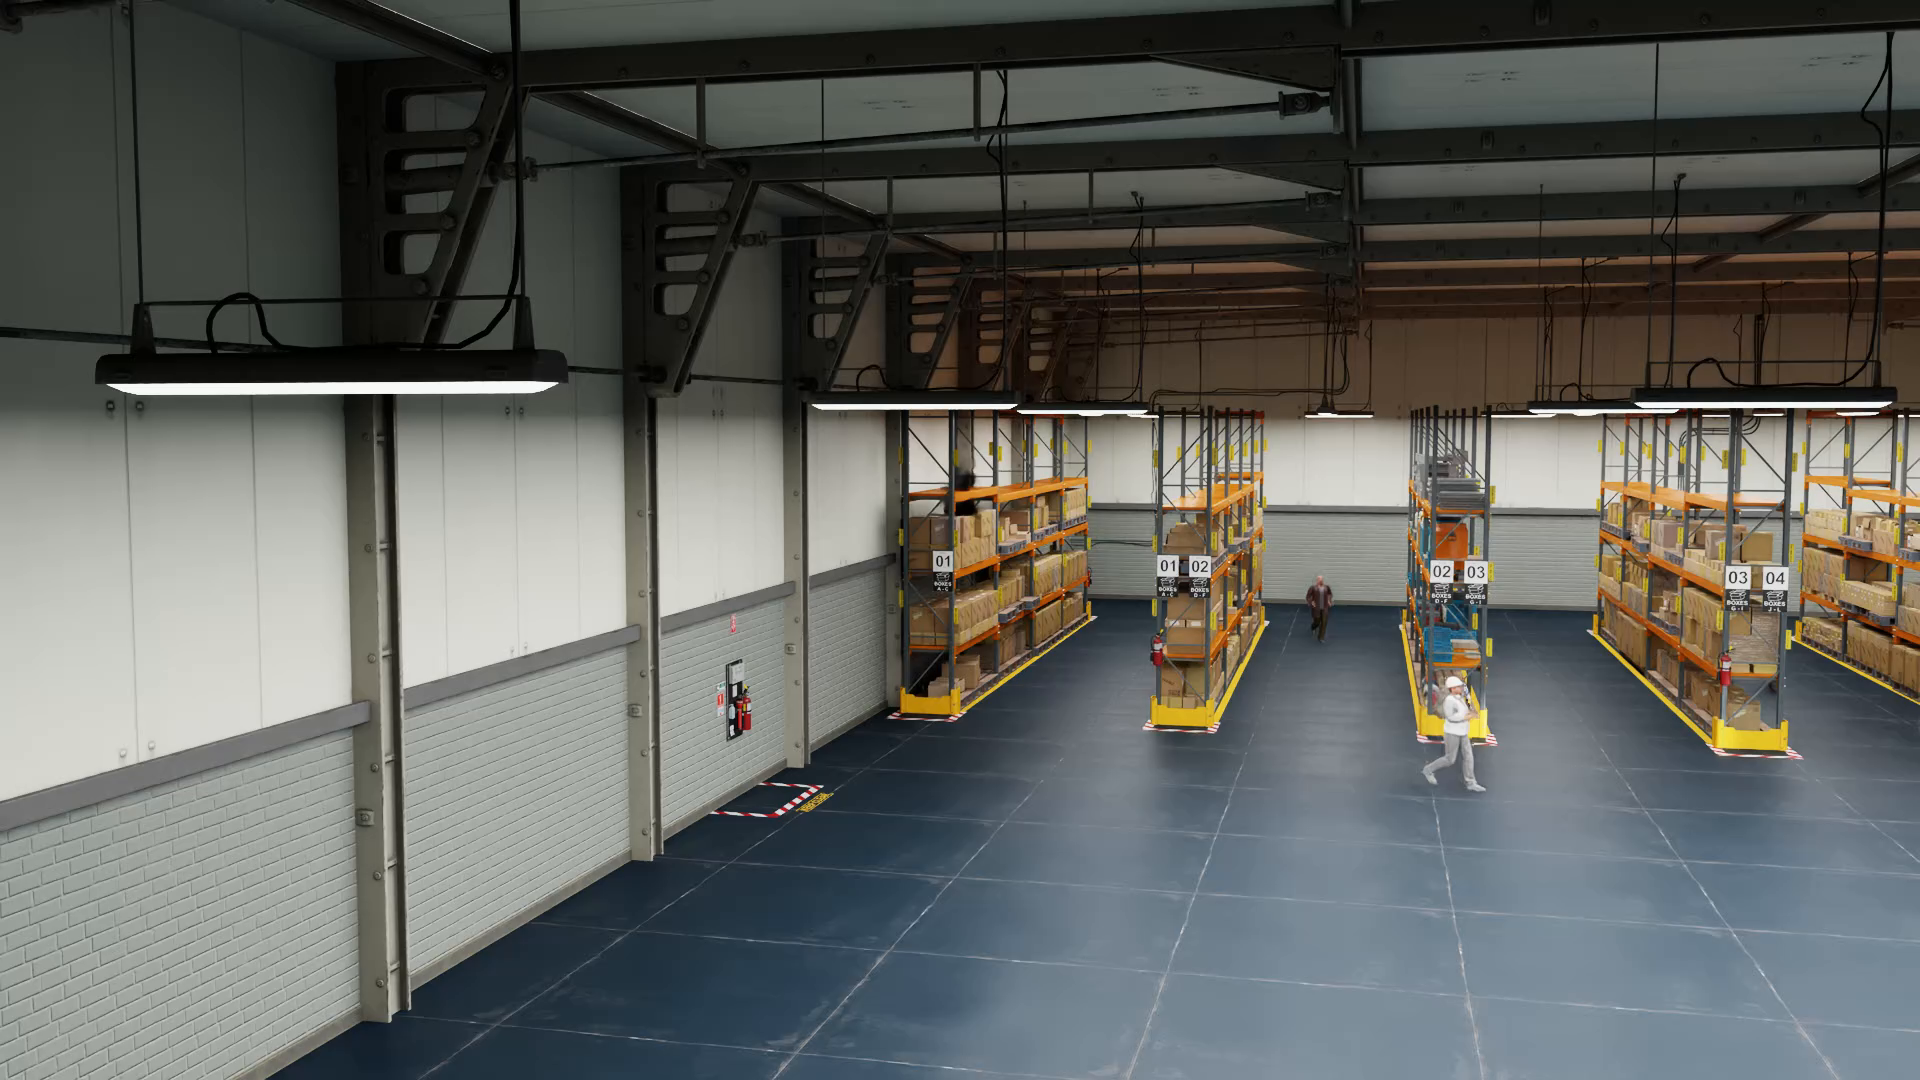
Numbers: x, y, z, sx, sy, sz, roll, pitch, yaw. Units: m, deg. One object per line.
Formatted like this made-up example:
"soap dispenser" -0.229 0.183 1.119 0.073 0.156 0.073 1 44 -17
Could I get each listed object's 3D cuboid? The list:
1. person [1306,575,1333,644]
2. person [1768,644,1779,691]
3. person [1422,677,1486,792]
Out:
"person" 9.307 1.778 42.960 0.712 1.753 0.768 0 4 -2
"person" 17.310 2.374 35.453 0.581 1.608 0.701 1 4 11
"person" 7.645 2.980 25.665 0.963 1.751 0.660 3 5 37
